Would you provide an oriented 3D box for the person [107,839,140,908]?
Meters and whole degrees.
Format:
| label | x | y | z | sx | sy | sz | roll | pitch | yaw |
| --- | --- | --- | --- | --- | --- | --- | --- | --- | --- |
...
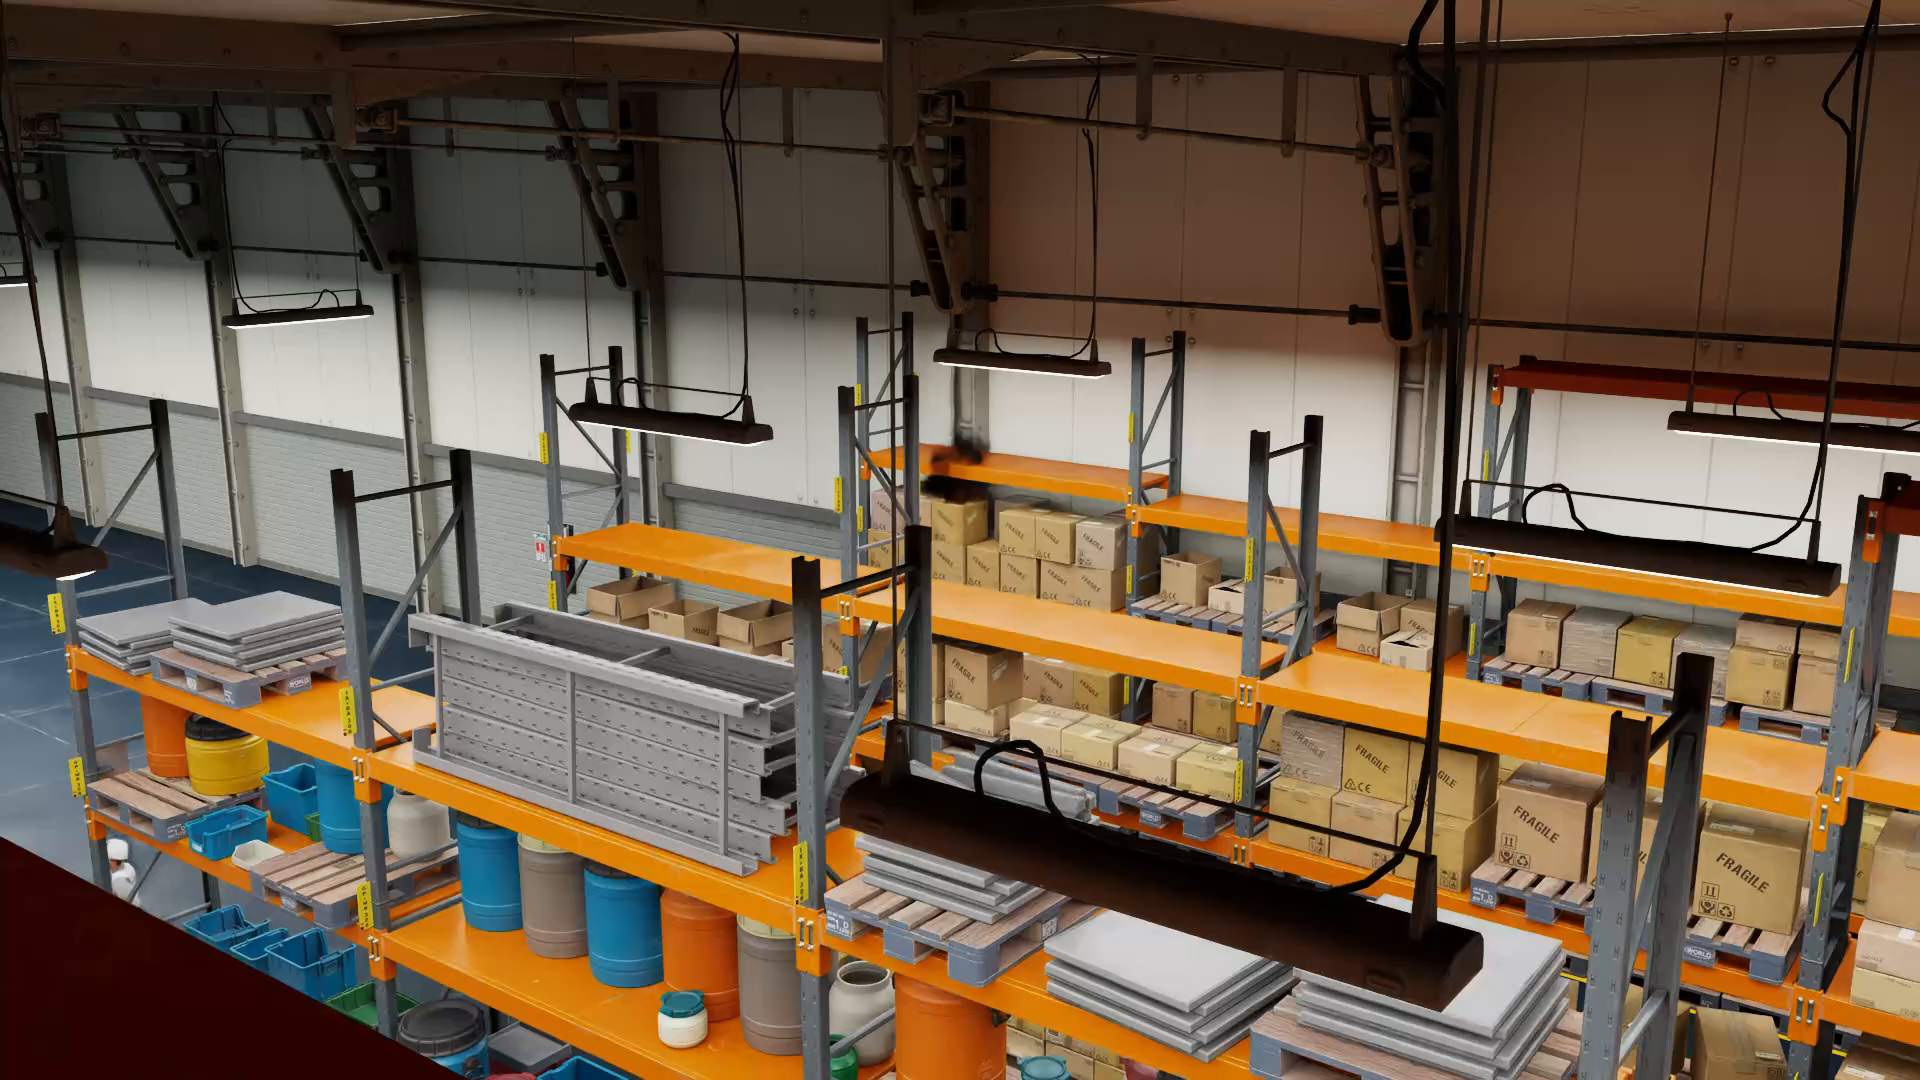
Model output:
| label | x | y | z | sx | sy | sz | roll | pitch | yaw |
| --- | --- | --- | --- | --- | --- | --- | --- | --- | --- |
| person | -7.894 | 3.642 | 15.646 | 0.974 | 1.769 | 0.693 | -4 | 14 | -15 |
